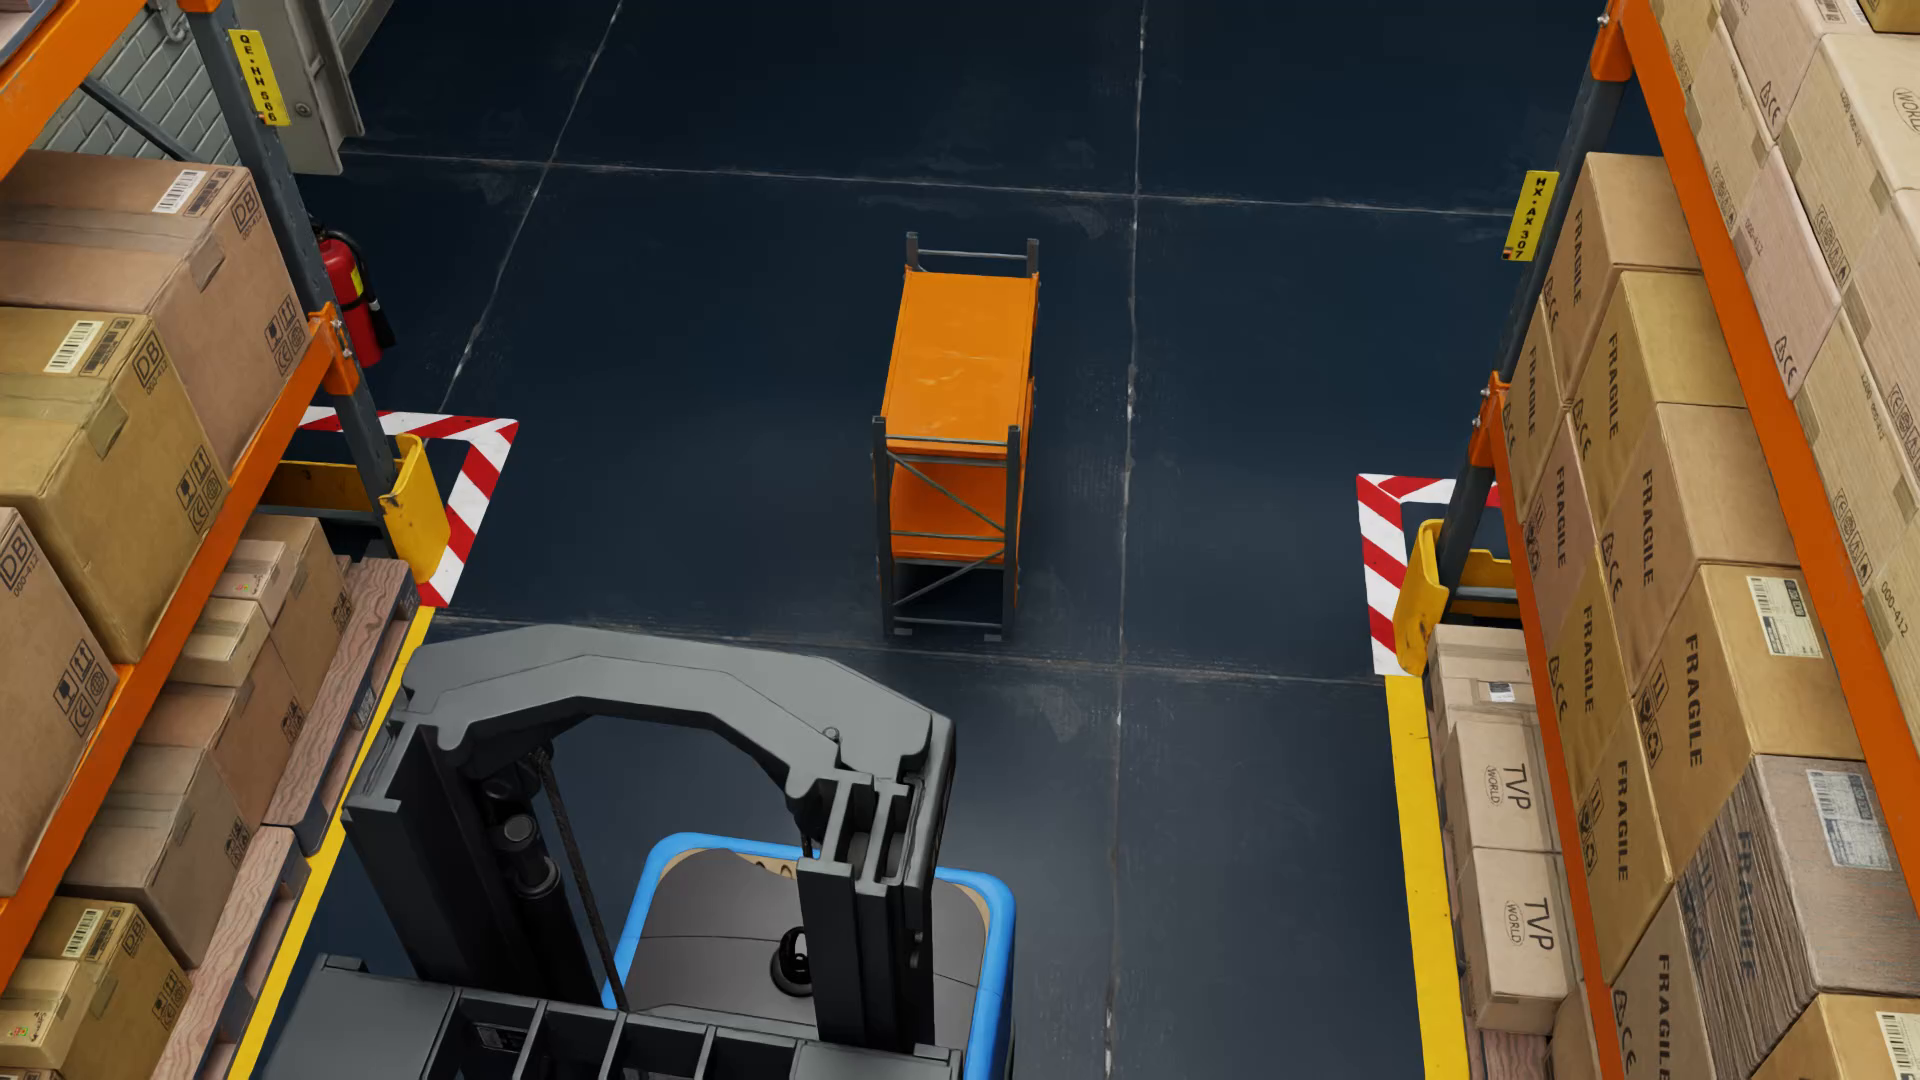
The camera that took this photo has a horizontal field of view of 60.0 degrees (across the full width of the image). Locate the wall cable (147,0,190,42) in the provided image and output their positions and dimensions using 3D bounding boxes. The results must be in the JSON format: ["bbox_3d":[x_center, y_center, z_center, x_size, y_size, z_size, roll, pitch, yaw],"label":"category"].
[{"bbox_3d":[-3.494,-2.325,6.155,0.084,1.984,1.851,4,48,4],"label":"wall cable"}]

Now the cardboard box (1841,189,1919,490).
[{"bbox_3d":[1.817,-0.316,2.736,0.500,0.250,0.500,4,48,4],"label":"cardboard box"}]

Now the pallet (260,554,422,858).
[{"bbox_3d":[-2.664,0.556,6.098,1.003,0.211,1.213,4,48,4],"label":"pallet"}]

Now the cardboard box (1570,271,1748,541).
[{"bbox_3d":[1.922,-0.326,4.270,0.500,0.500,0.500,4,48,4],"label":"cardboard box"}]

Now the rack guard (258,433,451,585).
[{"bbox_3d":[-2.666,-0.152,6.550,1.175,0.500,0.348,4,48,4],"label":"rack guard"}]

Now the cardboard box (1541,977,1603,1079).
[{"bbox_3d":[2.066,1.605,4.643,0.797,0.503,0.637,4,48,4],"label":"cardboard box"}]

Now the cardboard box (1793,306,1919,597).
[{"bbox_3d":[1.823,-0.147,2.920,0.500,0.250,0.500,4,48,4],"label":"cardboard box"}]

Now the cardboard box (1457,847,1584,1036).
[{"bbox_3d":[1.842,1.247,5.142,0.500,0.250,0.500,4,48,4],"label":"cardboard box"}]

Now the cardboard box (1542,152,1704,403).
[{"bbox_3d":[1.962,-0.710,4.621,0.500,0.500,0.500,5,48,5],"label":"cardboard box"}]

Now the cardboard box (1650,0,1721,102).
[{"bbox_3d":[1.965,-1.249,3.928,0.500,0.250,0.500,4,48,4],"label":"cardboard box"}]

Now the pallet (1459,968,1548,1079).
[{"bbox_3d":[2.072,1.830,4.934,1.003,0.211,1.213,4,48,4],"label":"pallet"}]

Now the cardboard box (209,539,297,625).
[{"bbox_3d":[-2.463,0.133,5.565,0.380,0.149,0.250,3,48,3],"label":"cardboard box"}]

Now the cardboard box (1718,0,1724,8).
[{"bbox_3d":[1.959,-1.418,3.744,0.500,0.250,0.500,4,48,4],"label":"cardboard box"}]

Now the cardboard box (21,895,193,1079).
[{"bbox_3d":[-2.765,1.375,4.869,0.700,0.500,0.500,5,48,4],"label":"cardboard box"}]

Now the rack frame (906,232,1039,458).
[{"bbox_3d":[0.047,-0.758,6.681,0.500,1.125,0.032,4,48,4],"label":"rack frame"}]

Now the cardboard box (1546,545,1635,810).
[{"bbox_3d":[1.871,0.375,4.306,0.500,0.500,0.500,4,48,3],"label":"cardboard box"}]

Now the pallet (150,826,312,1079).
[{"bbox_3d":[-2.777,1.450,5.281,1.003,0.211,1.213,4,48,4],"label":"pallet"}]

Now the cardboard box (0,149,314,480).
[{"bbox_3d":[-2.705,-0.704,5.157,0.980,0.700,0.700,6,48,5],"label":"cardboard box"}]

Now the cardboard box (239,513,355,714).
[{"bbox_3d":[-2.633,0.245,5.902,0.700,0.500,0.500,4,48,4],"label":"cardboard box"}]

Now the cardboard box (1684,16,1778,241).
[{"bbox_3d":[1.906,-0.882,3.593,0.500,0.250,0.500,4,48,4],"label":"cardboard box"}]

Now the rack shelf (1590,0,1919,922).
[{"bbox_3d":[2.082,0.053,3.124,1.077,0.370,4.000,4,48,4],"label":"rack shelf"}]

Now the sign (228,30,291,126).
[{"bbox_3d":[-2.130,-1.402,5.054,0.100,0.325,0.005,4,48,4],"label":"sign"}]

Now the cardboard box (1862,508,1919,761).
[{"bbox_3d":[1.773,0.220,2.585,0.500,0.250,0.500,4,48,4],"label":"cardboard box"}]

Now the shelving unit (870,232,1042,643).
[{"bbox_3d":[0.001,-0.385,6.339,0.538,1.125,1.048,4,48,4],"label":"shelving unit"}]

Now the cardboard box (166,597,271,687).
[{"bbox_3d":[-2.486,0.321,5.394,0.380,0.149,0.250,5,48,5],"label":"cardboard box"}]

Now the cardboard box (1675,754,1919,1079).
[{"bbox_3d":[1.779,0.785,3.254,0.500,0.500,0.500,4,48,4],"label":"cardboard box"}]

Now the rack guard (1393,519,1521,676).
[{"bbox_3d":[2.258,0.252,6.181,1.175,0.500,0.348,4,48,4],"label":"rack guard"}]

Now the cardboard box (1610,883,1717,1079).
[{"bbox_3d":[1.780,1.117,3.628,0.500,0.500,0.500,5,48,4],"label":"cardboard box"}]

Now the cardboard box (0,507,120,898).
[{"bbox_3d":[-2.839,0.391,4.156,0.980,0.700,0.700,2,48,2],"label":"cardboard box"}]

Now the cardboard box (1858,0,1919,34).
[{"bbox_3d":[2.104,-1.291,3.120,0.700,0.500,0.500,4,48,4],"label":"cardboard box"}]

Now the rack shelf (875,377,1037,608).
[{"bbox_3d":[0.001,-0.220,6.520,0.538,0.278,1.000,4,48,4],"label":"rack shelf"}]

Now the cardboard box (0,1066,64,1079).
[{"bbox_3d":[-2.814,1.752,4.524,0.700,0.500,0.500,3,48,3],"label":"cardboard box"}]

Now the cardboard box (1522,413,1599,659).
[{"bbox_3d":[1.920,0.007,4.643,0.500,0.500,0.500,3,48,3],"label":"cardboard box"}]

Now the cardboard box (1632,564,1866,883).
[{"bbox_3d":[1.826,0.415,3.592,0.500,0.500,0.500,3,48,3],"label":"cardboard box"}]

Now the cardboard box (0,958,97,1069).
[{"bbox_3d":[-2.603,1.279,4.517,0.380,0.149,0.250,3,48,2],"label":"cardboard box"}]

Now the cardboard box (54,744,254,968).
[{"bbox_3d":[-2.724,0.983,5.228,0.700,0.500,0.500,2,48,2],"label":"cardboard box"}]

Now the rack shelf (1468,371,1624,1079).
[{"bbox_3d":[2.082,1.065,4.231,1.077,0.370,4.000,4,48,4],"label":"rack shelf"}]

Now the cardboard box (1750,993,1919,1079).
[{"bbox_3d":[1.732,1.155,2.915,0.500,0.500,0.500,3,48,3],"label":"cardboard box"}]

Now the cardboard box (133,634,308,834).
[{"bbox_3d":[-2.678,0.613,5.566,0.700,0.500,0.500,4,48,3],"label":"cardboard box"}]

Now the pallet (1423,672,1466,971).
[{"bbox_3d":[2.186,0.936,5.751,1.003,0.211,1.213,4,48,4],"label":"pallet"}]

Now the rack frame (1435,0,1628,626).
[{"bbox_3d":[2.265,-0.647,5.309,1.000,3.000,0.127,4,48,4],"label":"rack frame"}]

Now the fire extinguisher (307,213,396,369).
[{"bbox_3d":[-2.195,-0.906,5.851,0.296,0.674,0.183,4,48,4],"label":"fire extinguisher"}]

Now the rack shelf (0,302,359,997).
[{"bbox_3d":[-2.851,0.735,4.533,1.077,0.370,4.000,4,48,4],"label":"rack shelf"}]

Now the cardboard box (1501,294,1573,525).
[{"bbox_3d":[1.962,-0.373,4.990,0.500,0.500,0.500,5,48,4],"label":"cardboard box"}]

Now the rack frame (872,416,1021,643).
[{"bbox_3d":[-0.046,-0.011,5.998,0.500,1.125,0.032,4,48,4],"label":"rack frame"}]

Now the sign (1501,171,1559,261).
[{"bbox_3d":[1.724,-0.976,5.023,0.100,0.325,0.005,4,48,4],"label":"sign"}]

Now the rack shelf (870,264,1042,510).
[{"bbox_3d":[0.001,-0.582,6.123,0.538,0.278,1.000,4,48,4],"label":"rack shelf"}]

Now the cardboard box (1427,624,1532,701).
[{"bbox_3d":[1.884,0.451,5.939,0.380,0.149,0.250,4,48,4],"label":"cardboard box"}]

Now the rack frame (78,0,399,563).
[{"bbox_3d":[-2.669,-0.978,5.612,1.000,3.000,0.127,4,48,4],"label":"rack frame"}]

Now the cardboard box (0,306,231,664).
[{"bbox_3d":[-2.760,-0.168,4.668,0.980,0.700,0.700,4,48,3],"label":"cardboard box"}]

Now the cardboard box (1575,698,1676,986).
[{"bbox_3d":[1.824,0.742,3.970,0.500,0.500,0.500,4,48,4],"label":"cardboard box"}]

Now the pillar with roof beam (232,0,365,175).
[{"bbox_3d":[1.003,-4.755,5.001,9.100,9.000,0.400,4,48,4],"label":"pillar with roof beam"}]

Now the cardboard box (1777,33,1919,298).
[{"bbox_3d":[1.867,-0.683,3.072,0.500,0.250,0.500,4,48,4],"label":"cardboard box"}]

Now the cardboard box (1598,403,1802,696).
[{"bbox_3d":[1.871,0.042,3.934,0.500,0.500,0.500,4,48,4],"label":"cardboard box"}]

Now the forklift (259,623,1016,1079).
[{"bbox_3d":[-0.578,1.662,3.244,1.130,2.935,3.031,7,48,6],"label":"forklift"}]

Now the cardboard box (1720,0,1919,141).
[{"bbox_3d":[1.906,-1.051,3.408,0.500,0.250,0.500,4,48,4],"label":"cardboard box"}]

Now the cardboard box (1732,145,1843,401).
[{"bbox_3d":[1.862,-0.515,3.257,0.500,0.250,0.500,4,48,4],"label":"cardboard box"}]

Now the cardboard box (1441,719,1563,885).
[{"bbox_3d":[1.887,0.880,5.478,0.500,0.250,0.500,4,48,4],"label":"cardboard box"}]

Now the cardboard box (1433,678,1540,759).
[{"bbox_3d":[1.862,0.629,5.764,0.380,0.166,0.250,4,48,4],"label":"cardboard box"}]
